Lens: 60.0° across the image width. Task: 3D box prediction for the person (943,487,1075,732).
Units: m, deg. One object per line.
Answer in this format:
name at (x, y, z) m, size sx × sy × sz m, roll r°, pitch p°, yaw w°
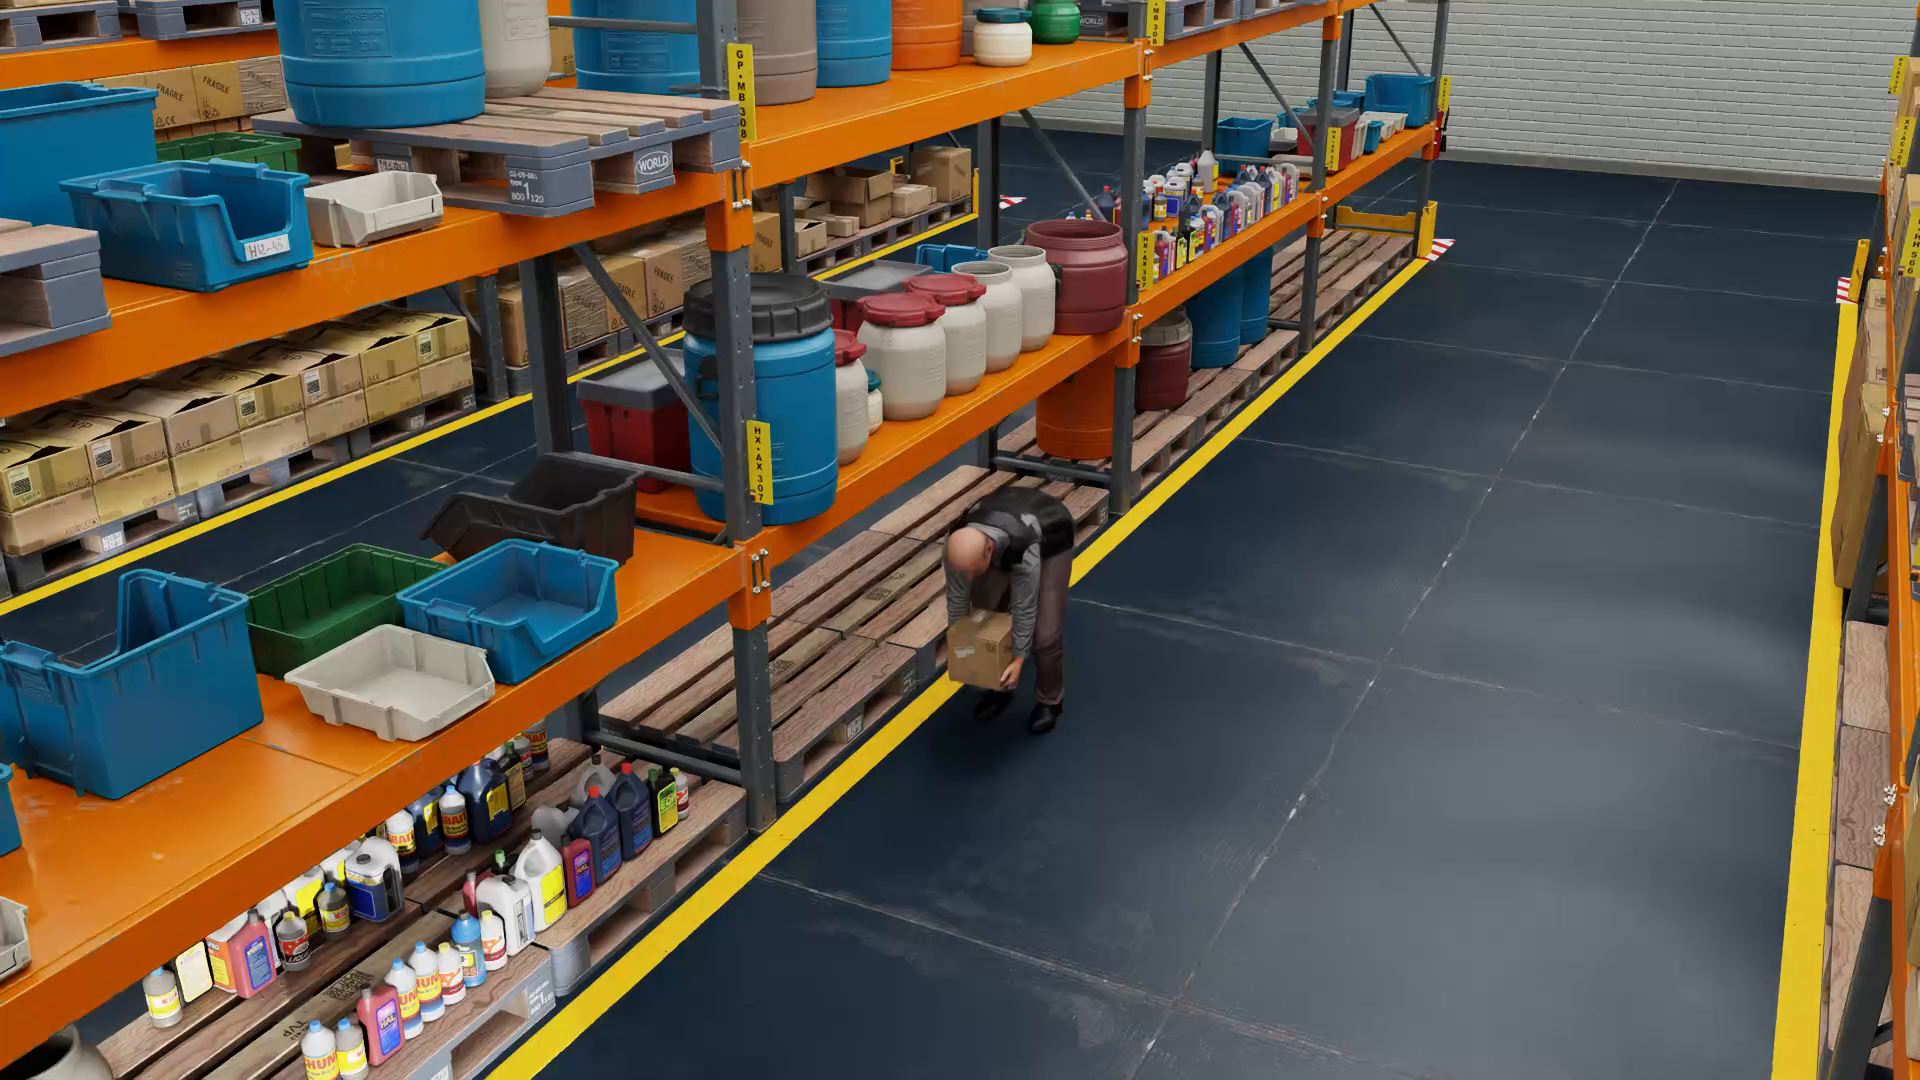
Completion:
person at (0.189, 0.360, 7.481) m, size 0.459 × 1.171 × 0.948 m, roll 10°, pitch 25°, yaw 23°
